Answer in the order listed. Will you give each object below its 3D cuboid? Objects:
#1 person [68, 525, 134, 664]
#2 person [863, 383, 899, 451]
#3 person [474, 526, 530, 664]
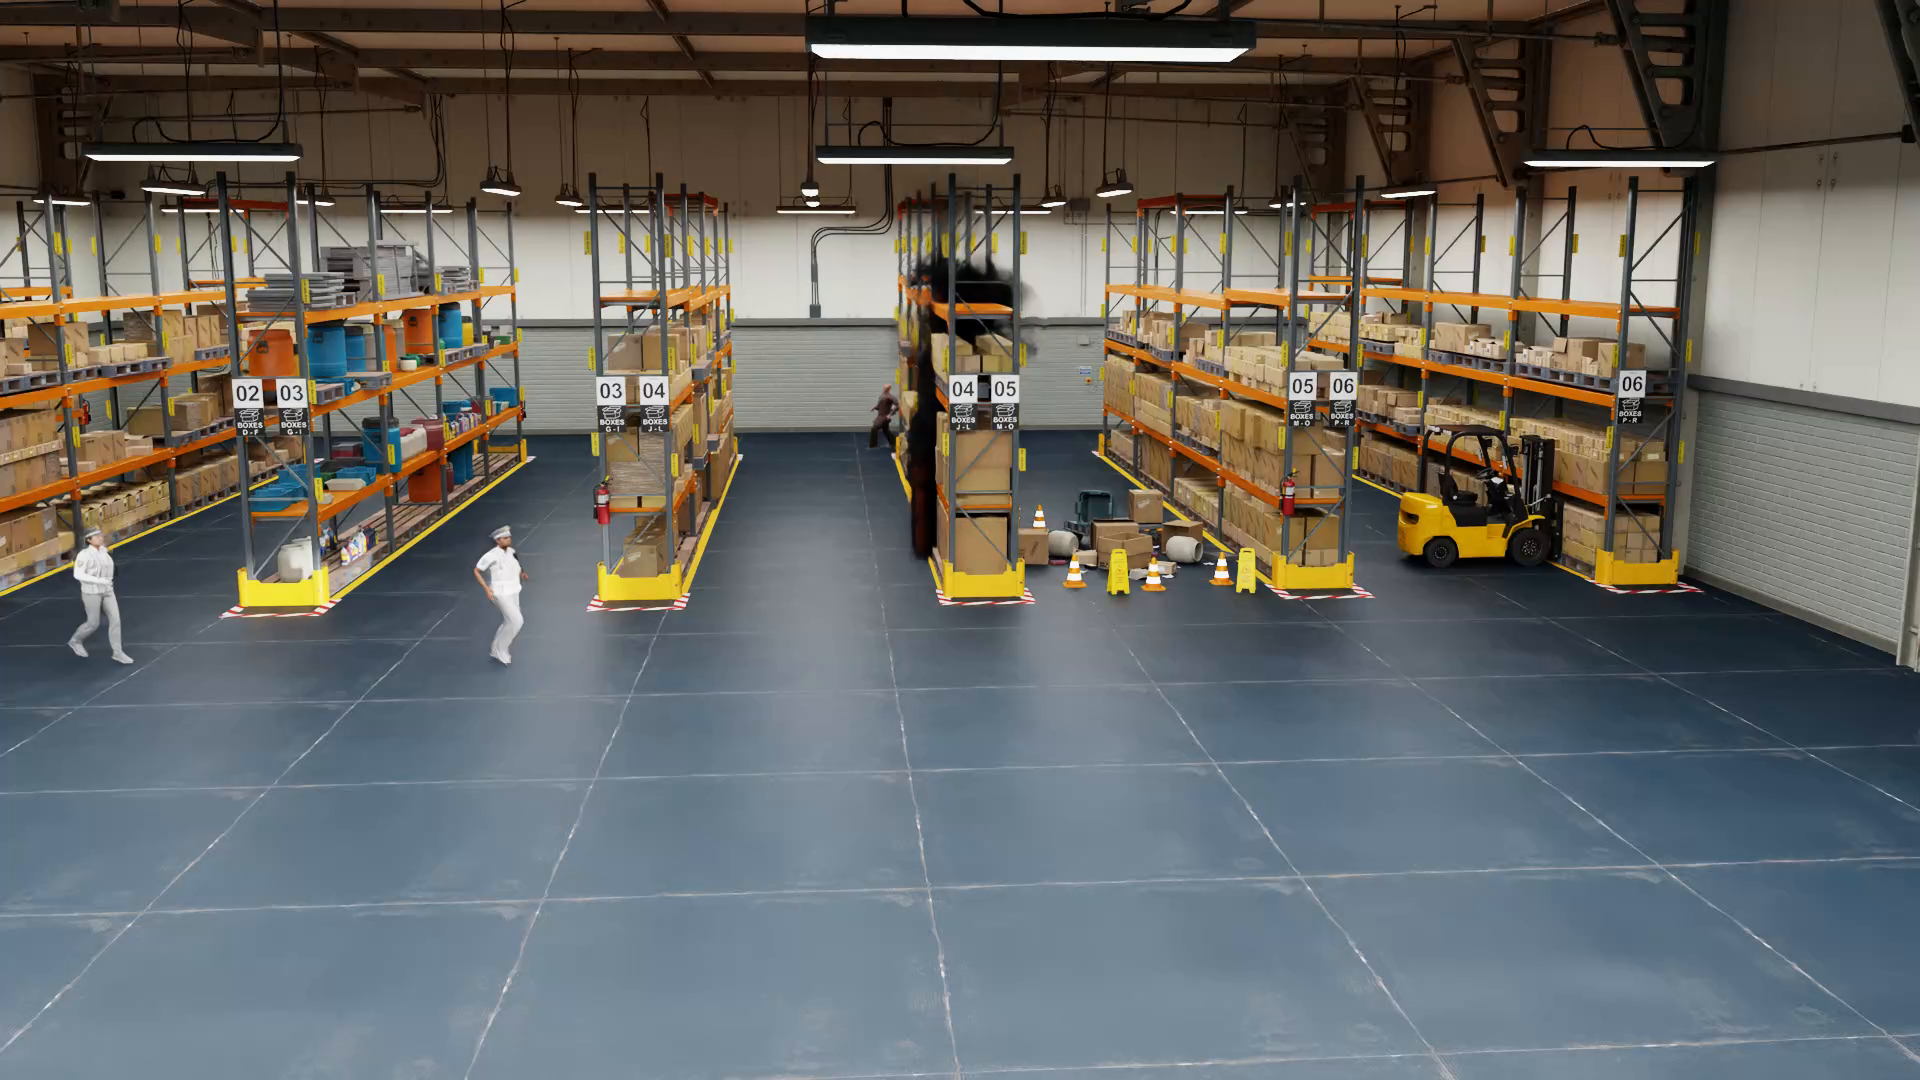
[{"bbox_3d":[-10.472,0.653,20.149,0.867,1.706,0.613,3,11,18],"label":"person"},{"bbox_3d":[-1.946,-3.026,40.977,0.926,1.730,0.841,0,10,0],"label":"person"},{"bbox_3d":[-5.463,0.663,20.092,0.652,1.685,0.555,4,11,22],"label":"person"}]
